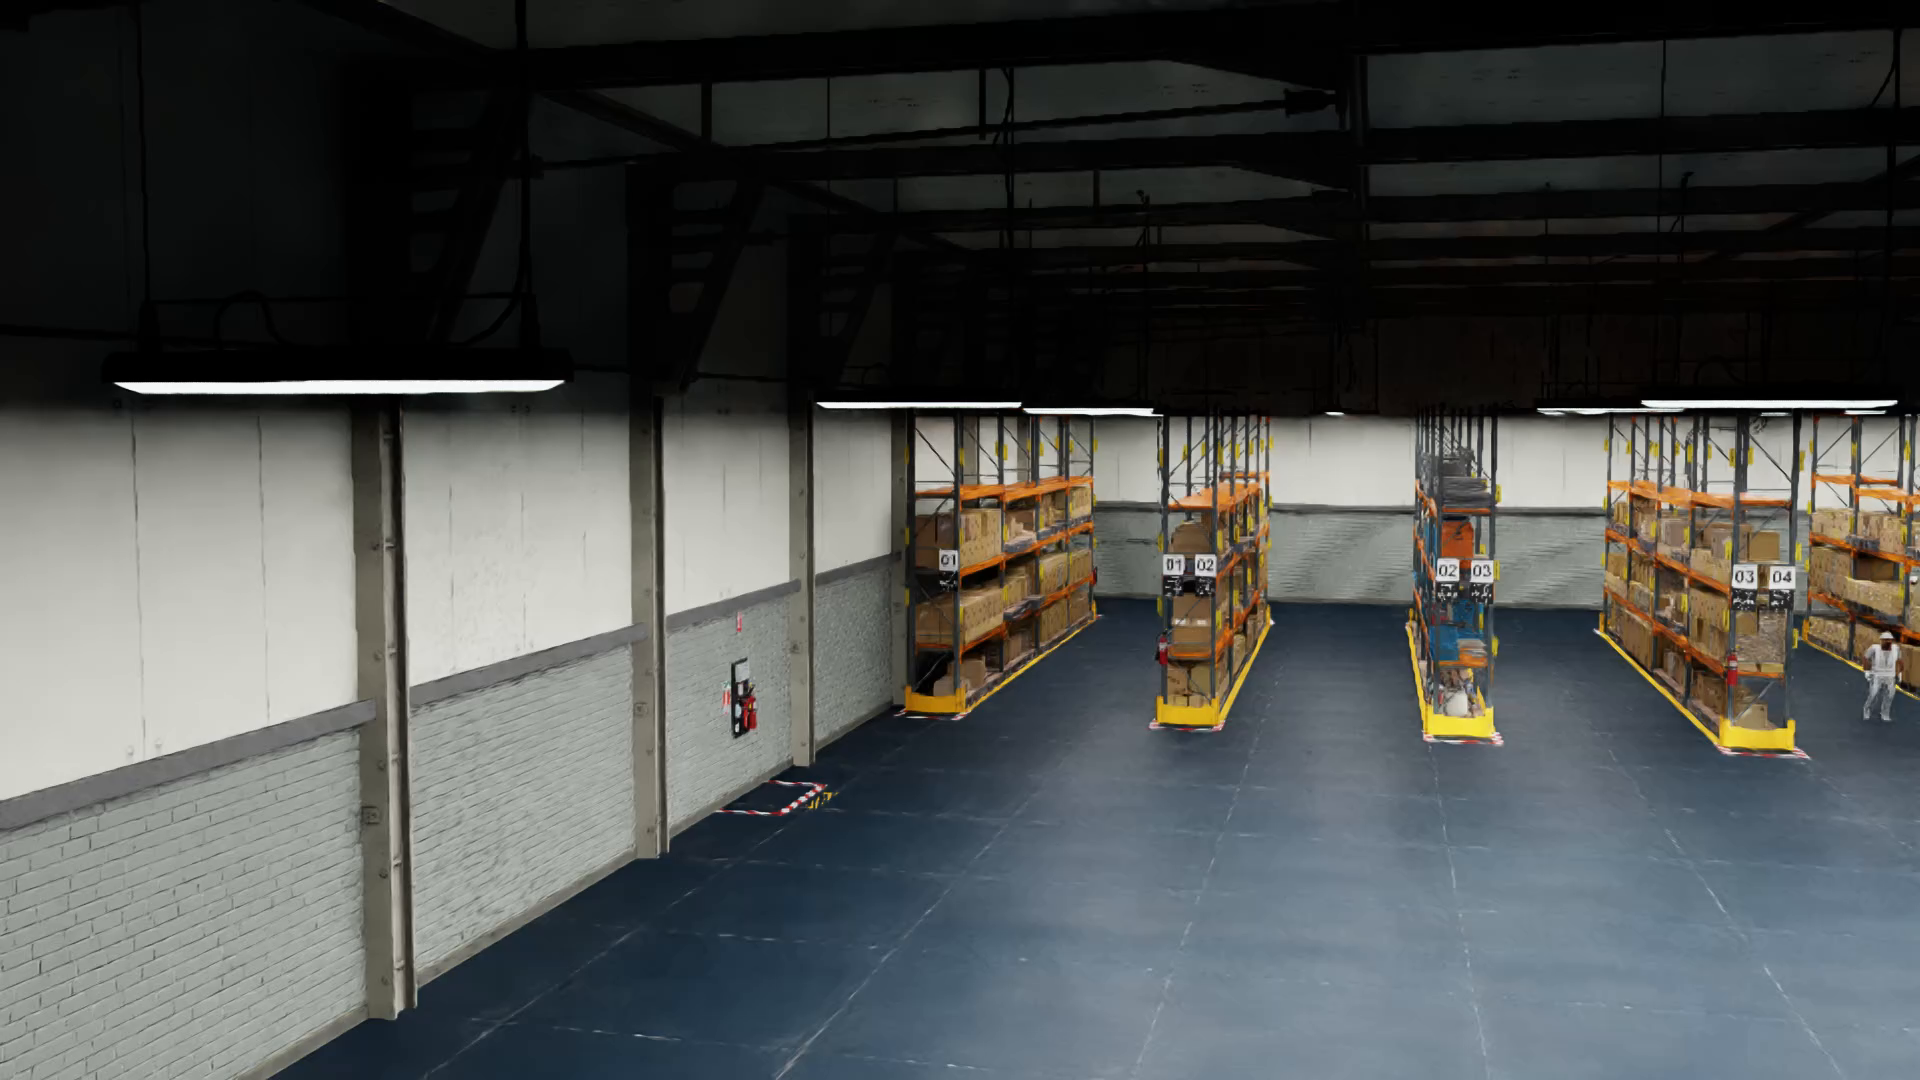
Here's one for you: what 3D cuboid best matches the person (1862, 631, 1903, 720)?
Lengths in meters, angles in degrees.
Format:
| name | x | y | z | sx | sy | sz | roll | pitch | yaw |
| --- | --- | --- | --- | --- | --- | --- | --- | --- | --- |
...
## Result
| name | x | y | z | sx | sy | sz | roll | pitch | yaw |
| --- | --- | --- | --- | --- | --- | --- | --- | --- | --- |
| person | 17.480 | 2.570 | 31.509 | 0.702 | 1.735 | 0.548 | 1 | 4 | 13 |

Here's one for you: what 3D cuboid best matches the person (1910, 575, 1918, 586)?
| name | x | y | z | sx | sy | sz | roll | pitch | yaw |
| --- | --- | --- | --- | --- | --- | --- | --- | --- | --- |
| person | 23.924 | 1.776 | 41.897 | 0.494 | 1.775 | 0.578 | 4 | 6 | 44 |
